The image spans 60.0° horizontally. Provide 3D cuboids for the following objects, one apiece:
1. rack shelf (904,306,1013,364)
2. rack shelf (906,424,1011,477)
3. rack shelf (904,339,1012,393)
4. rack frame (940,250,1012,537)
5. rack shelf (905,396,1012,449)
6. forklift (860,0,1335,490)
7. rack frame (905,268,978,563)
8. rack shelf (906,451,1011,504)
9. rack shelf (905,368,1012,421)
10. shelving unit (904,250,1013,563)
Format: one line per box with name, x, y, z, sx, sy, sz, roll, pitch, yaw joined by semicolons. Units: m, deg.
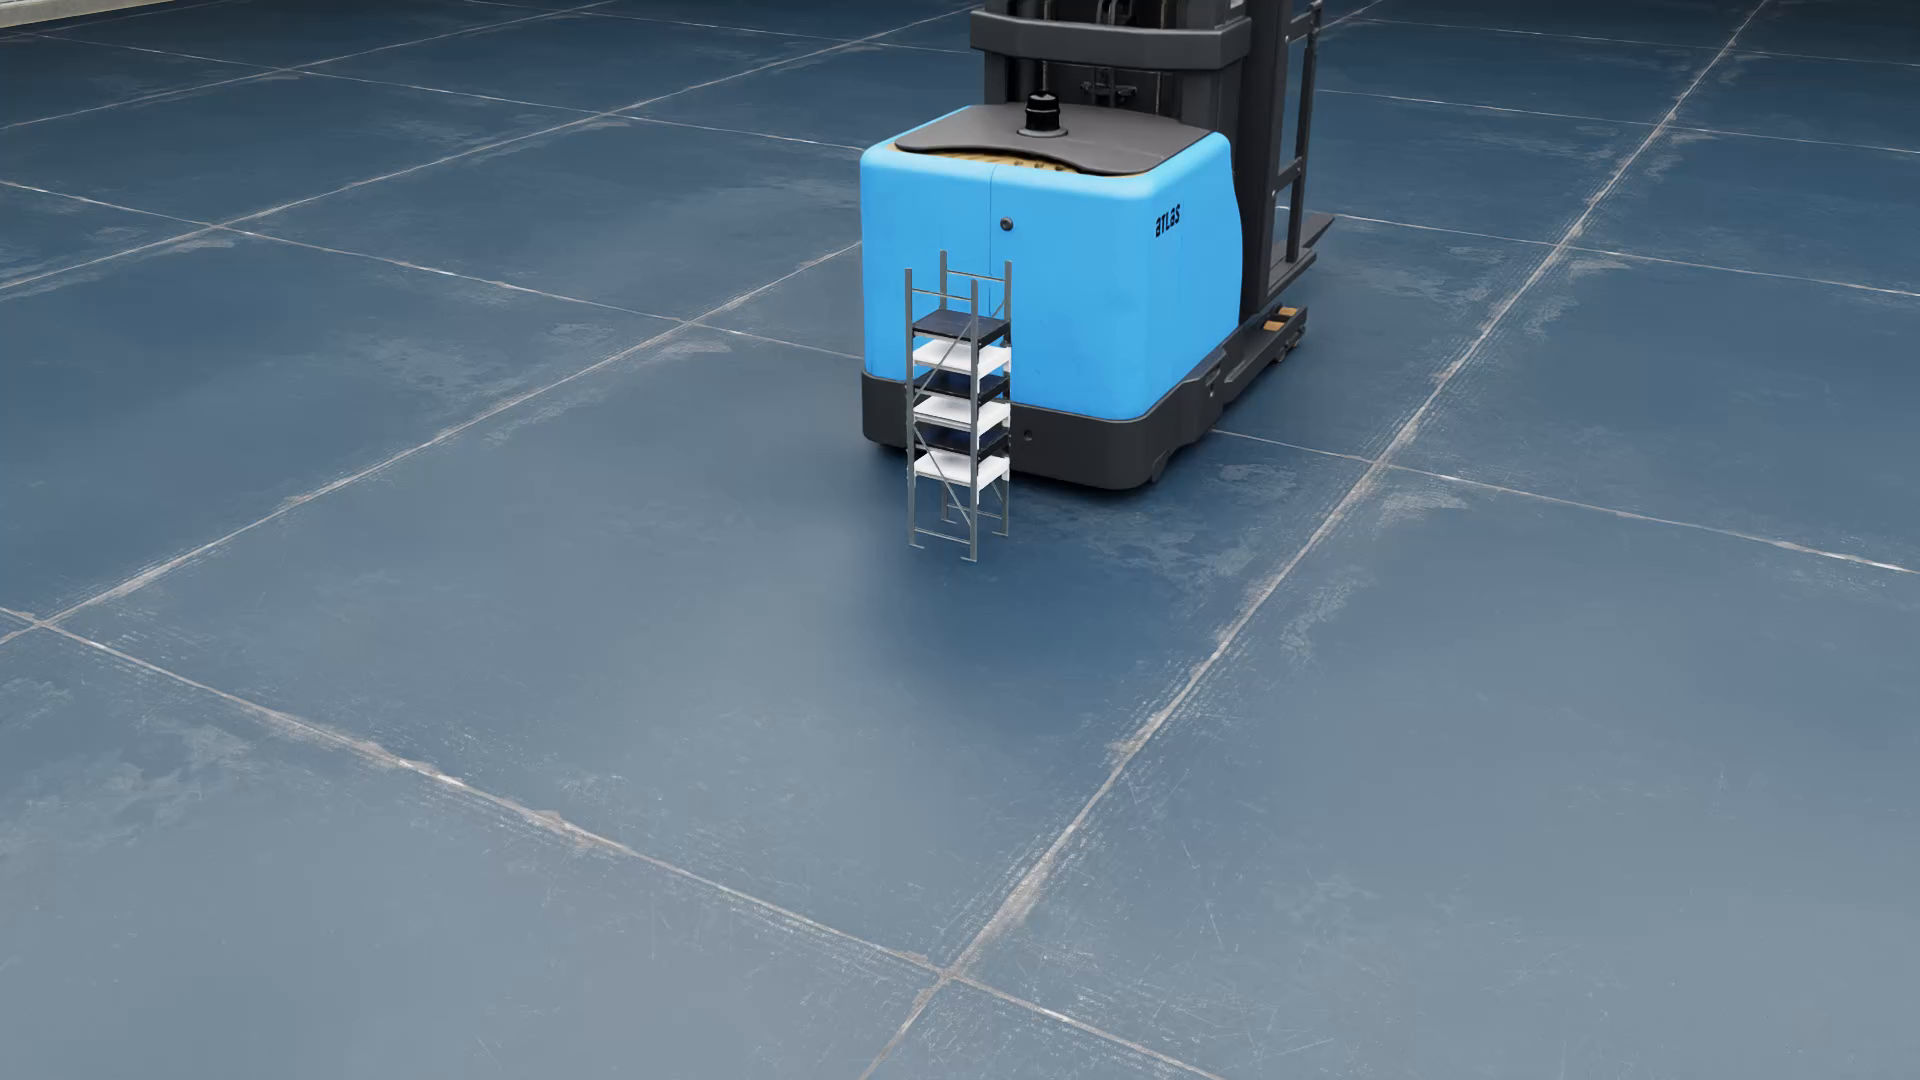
rack shelf;-0.004;-0.611;4.936;0.258;0.077;0.200;14;30;26
rack shelf;-0.004;-0.289;5.097;0.258;0.077;0.200;14;30;26
rack shelf;-0.004;-0.530;4.977;0.258;0.077;0.200;14;30;26
rack frame;0.046;-0.439;5.121;0.240;0.900;0.006;14;30;26
rack shelf;-0.004;-0.369;5.057;0.258;0.077;0.200;14;30;26
forklift;0.773;-2.103;6.177;1.130;2.935;3.031;13;29;24
rack frame;-0.054;-0.360;4.963;0.240;0.900;0.006;14;30;26
rack shelf;-0.004;-0.208;5.138;0.258;0.077;0.200;14;30;26
rack shelf;-0.004;-0.450;5.017;0.258;0.077;0.200;14;30;26
shelving unit;-0.004;-0.399;5.042;0.258;0.900;0.210;14;30;26
